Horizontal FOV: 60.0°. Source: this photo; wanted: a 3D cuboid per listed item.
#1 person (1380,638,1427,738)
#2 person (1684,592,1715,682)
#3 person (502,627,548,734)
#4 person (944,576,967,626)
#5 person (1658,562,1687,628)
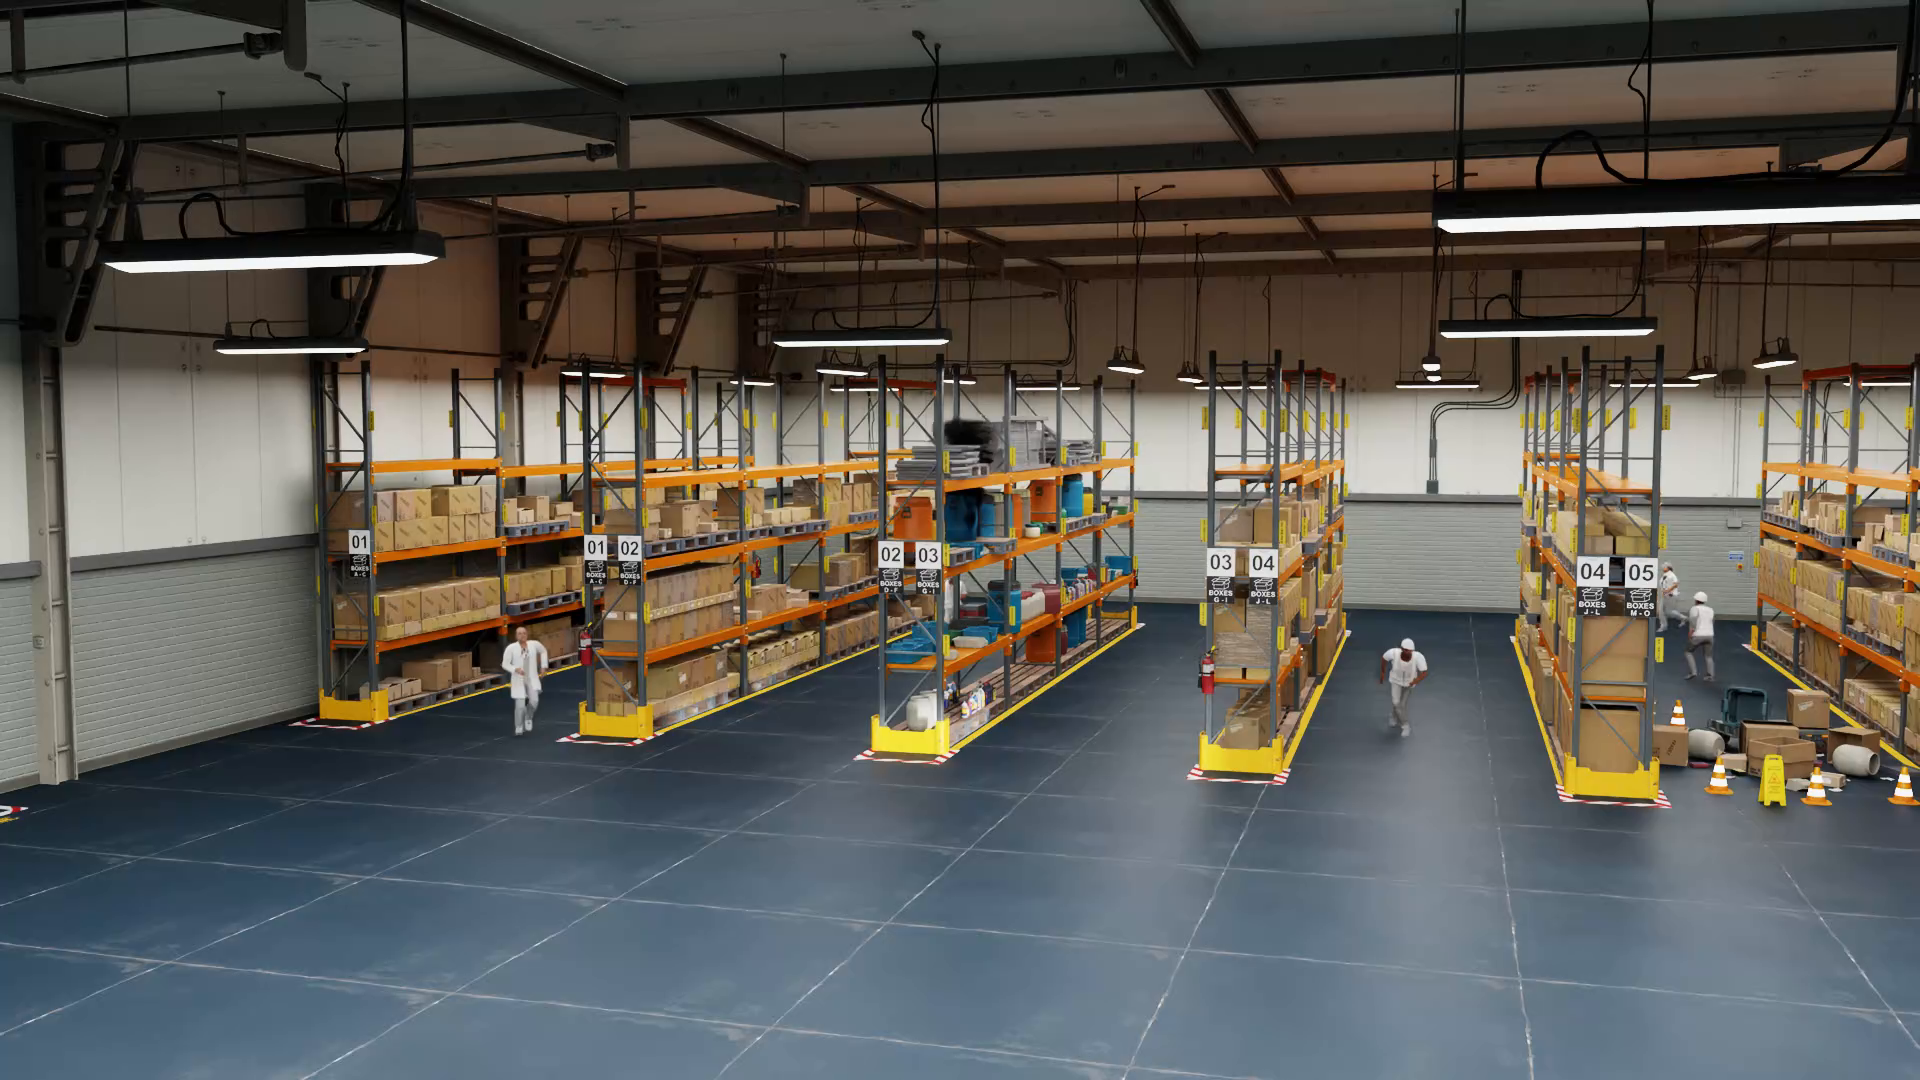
[{"bbox_3d":[7.093,2.318,26.670,0.708,1.599,1.118,0,4,6],"label":"person"},{"bbox_3d":[14.211,1.865,31.849,0.577,1.719,0.940,0,4,1],"label":"person"},{"bbox_3d":[-6.891,2.241,26.392,0.730,1.735,0.830,-1,4,-20],"label":"person"},{"bbox_3d":[-0.180,1.573,36.421,0.660,1.672,0.705,0,4,3],"label":"person"},{"bbox_3d":[16.933,1.320,39.508,0.639,1.565,0.580,0,4,6],"label":"person"}]
